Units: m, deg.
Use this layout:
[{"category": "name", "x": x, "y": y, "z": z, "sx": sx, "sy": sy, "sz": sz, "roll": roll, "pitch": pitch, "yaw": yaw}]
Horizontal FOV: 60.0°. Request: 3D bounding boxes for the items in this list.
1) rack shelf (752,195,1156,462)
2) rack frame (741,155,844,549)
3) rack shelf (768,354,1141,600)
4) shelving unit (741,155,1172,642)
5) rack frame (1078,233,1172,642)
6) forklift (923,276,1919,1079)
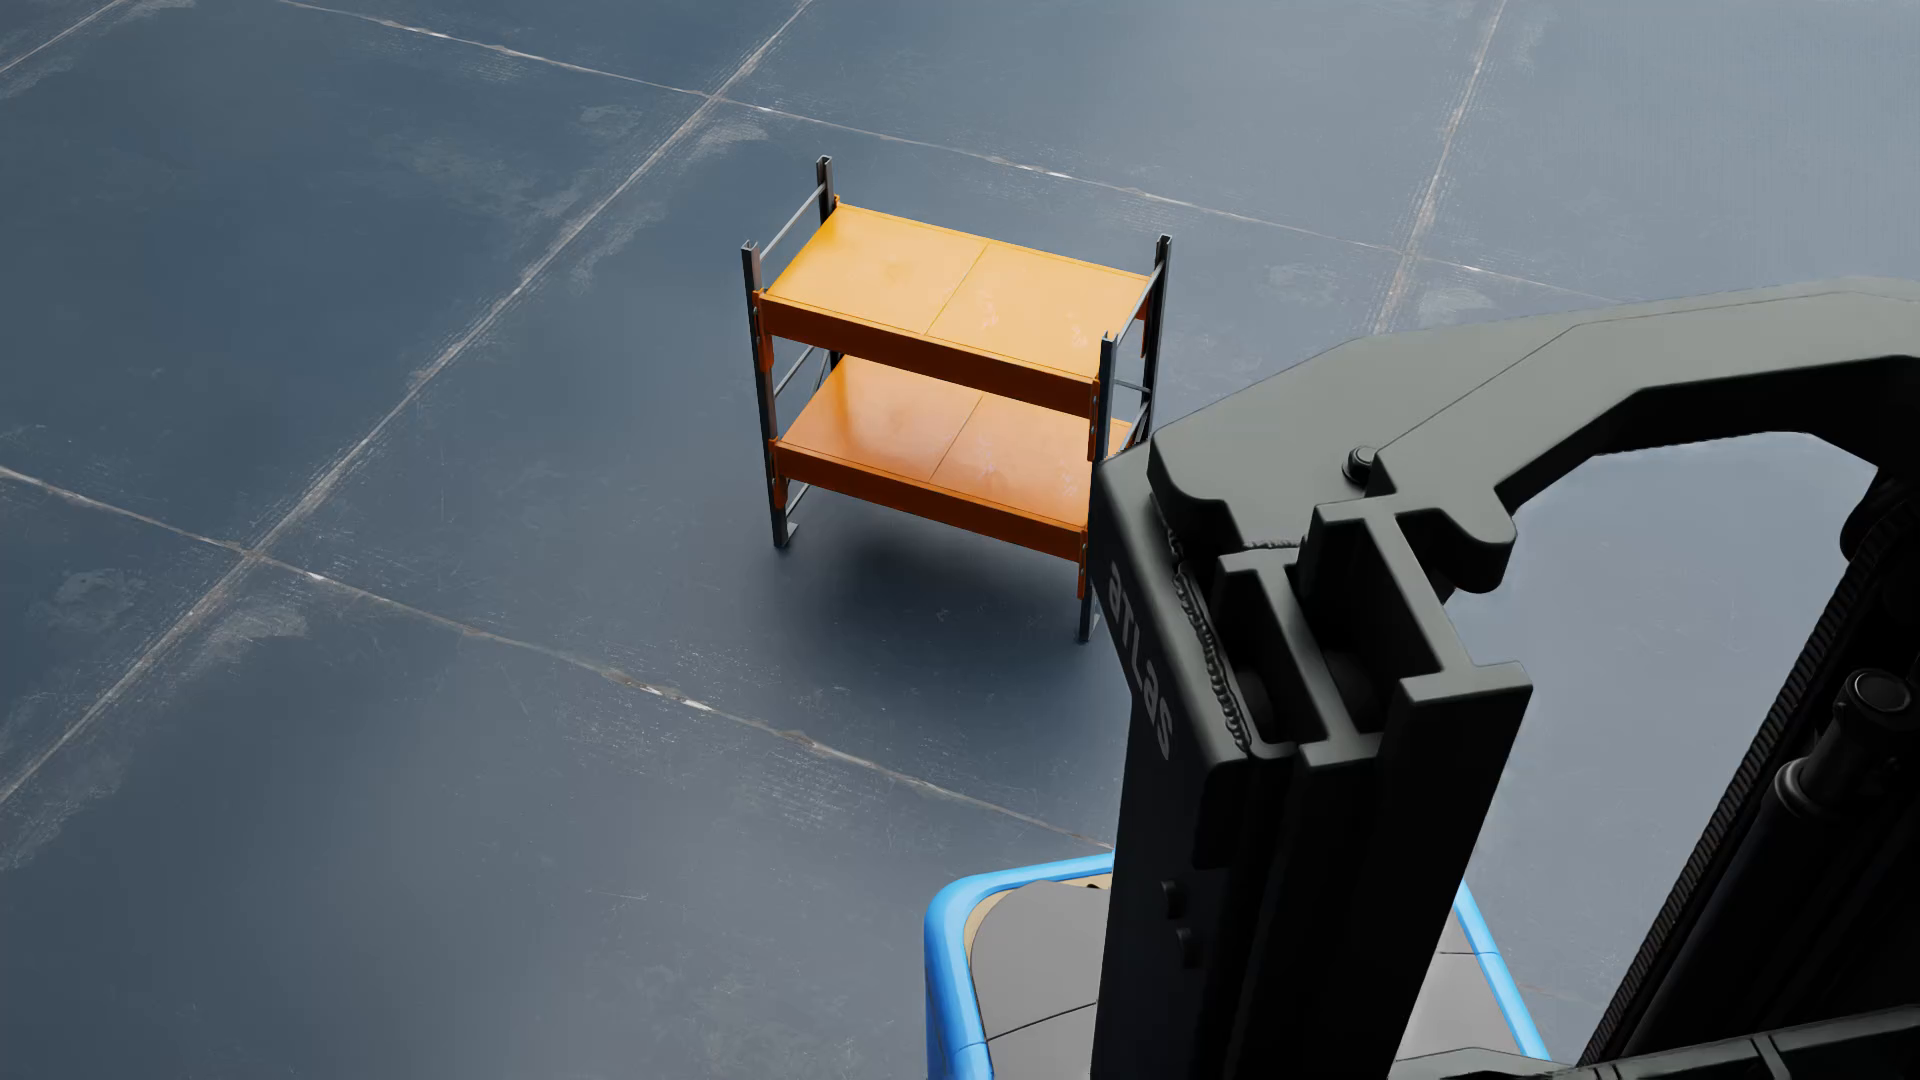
[{"category": "rack shelf", "x": -0.006, "y": -0.608, "z": 4.649, "sx": 1.000, "sy": 0.278, "sz": 0.538, "roll": 16, "pitch": 47, "yaw": 16}, {"category": "rack frame", "x": -0.475, "y": -0.539, "z": 4.994, "sx": 0.032, "sy": 1.125, "sz": 0.500, "roll": 16, "pitch": 47, "yaw": 16}, {"category": "rack shelf", "x": -0.006, "y": -0.227, "z": 5.028, "sx": 1.000, "sy": 0.278, "sz": 0.538, "roll": 16, "pitch": 47, "yaw": 16}, {"category": "shelving unit", "x": -0.006, "y": -0.401, "z": 4.855, "sx": 1.048, "sy": 1.125, "sz": 0.538, "roll": 16, "pitch": 47, "yaw": 16}, {"category": "rack frame", "x": 0.463, "y": -0.263, "z": 4.716, "sx": 0.032, "sy": 1.125, "sz": 0.500, "roll": 16, "pitch": 47, "yaw": 16}, {"category": "forklift", "x": 0.701, "y": 1.317, "z": 1.848, "sx": 1.130, "sy": 2.935, "sz": 3.031, "roll": -8, "pitch": 45, "yaw": -8}]
